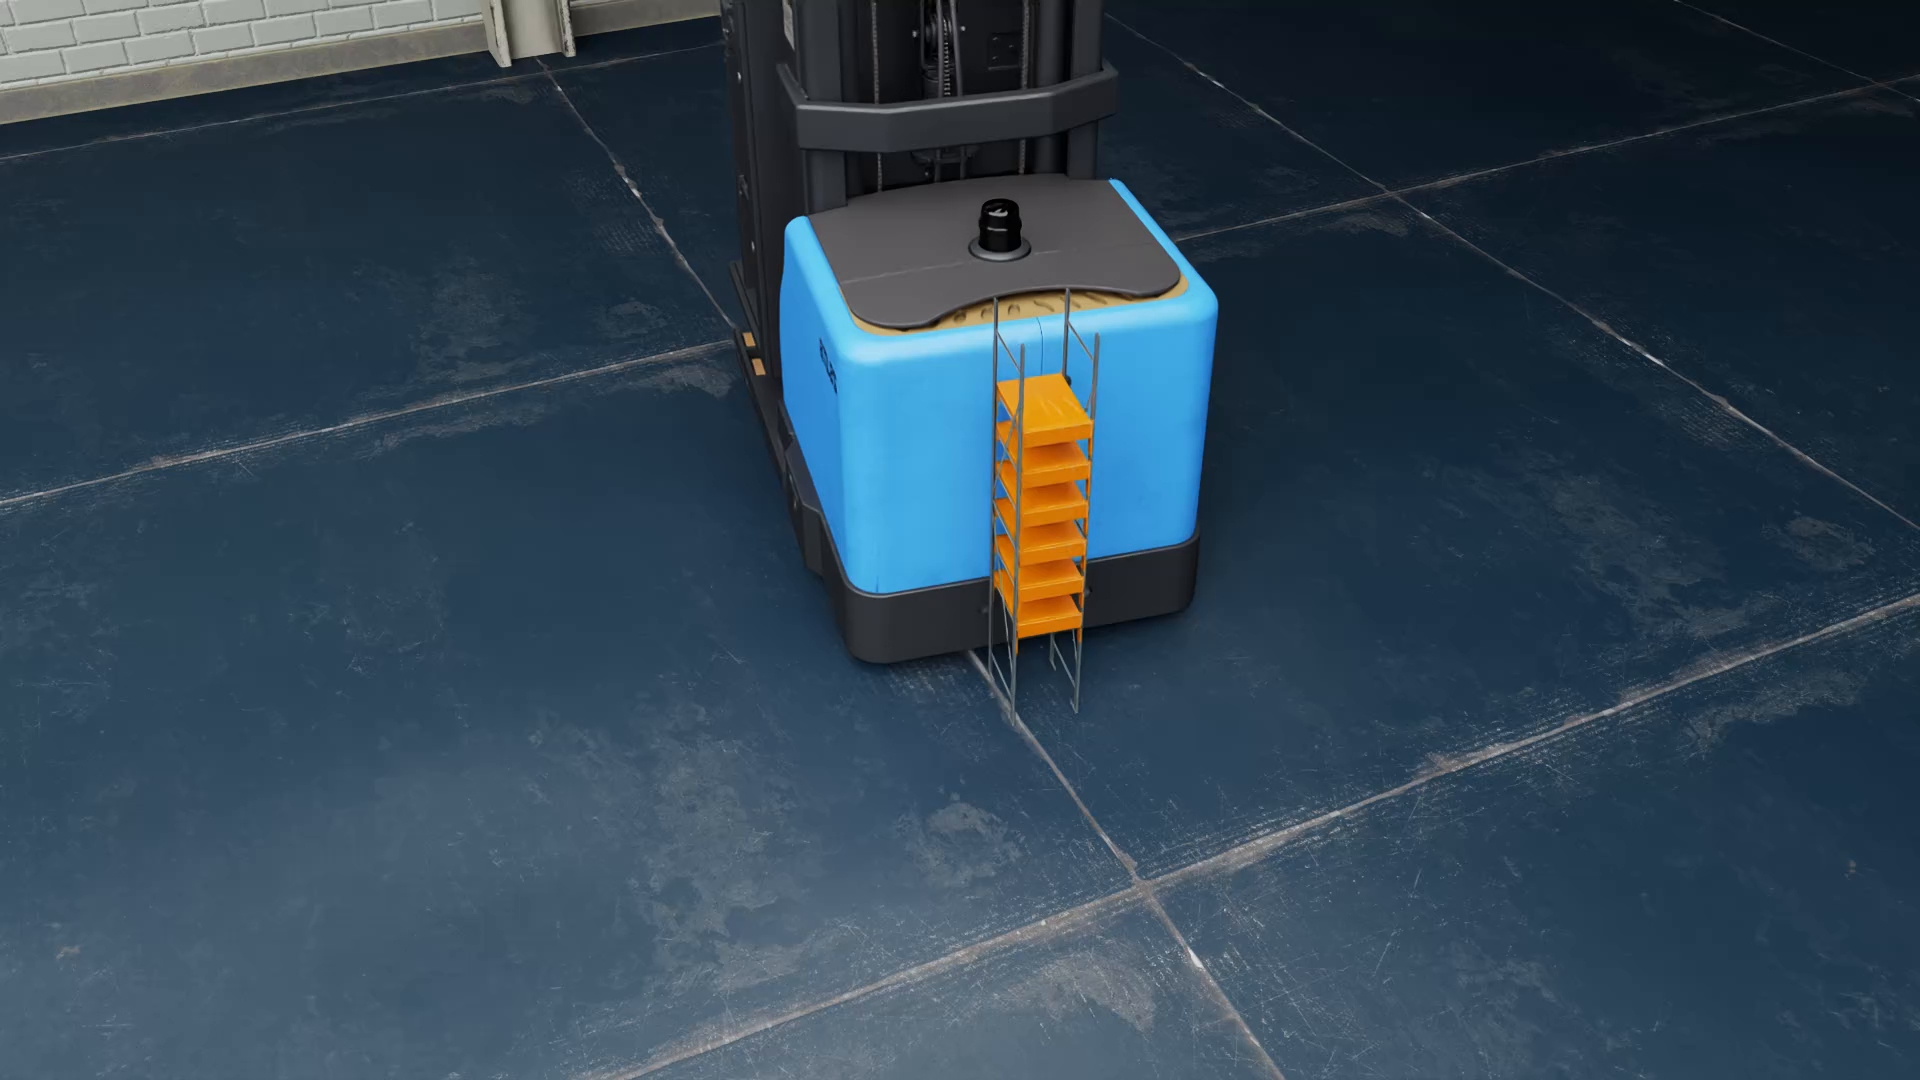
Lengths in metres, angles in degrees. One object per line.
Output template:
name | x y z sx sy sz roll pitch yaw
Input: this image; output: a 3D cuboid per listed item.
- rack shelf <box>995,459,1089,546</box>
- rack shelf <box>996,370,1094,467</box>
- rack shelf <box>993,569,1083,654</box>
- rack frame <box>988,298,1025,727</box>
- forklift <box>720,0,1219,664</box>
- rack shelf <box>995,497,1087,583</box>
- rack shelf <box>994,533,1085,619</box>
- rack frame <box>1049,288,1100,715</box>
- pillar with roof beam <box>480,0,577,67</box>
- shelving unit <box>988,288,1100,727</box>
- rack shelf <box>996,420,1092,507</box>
rack shelf | 0.204 -0.112 4.266 0.180 0.103 0.258 -9 38 -12
rack shelf | 0.204 -0.304 4.122 0.180 0.103 0.258 -9 38 -12
rack shelf | 0.203 0.176 4.482 0.180 0.103 0.258 -9 38 -12
rack frame | 0.115 -0.037 4.292 0.006 1.200 0.240 -9 38 -12
forklift | -0.190 -1.710 5.096 1.130 2.935 3.031 -9 38 -12
rack shelf | 0.203 -0.016 4.338 0.180 0.103 0.258 -9 38 -12
rack shelf | 0.203 0.080 4.410 0.180 0.103 0.258 -9 38 -12
rack frame | 0.292 -0.066 4.331 0.006 1.200 0.240 -9 38 -12
pillar with roof beam | -0.407 -3.845 2.880 0.400 9.000 9.100 -16 39 -20
shelving unit | 0.204 -0.052 4.311 0.189 1.200 0.258 -9 38 -12
rack shelf | 0.204 -0.208 4.194 0.180 0.103 0.258 -9 38 -12
